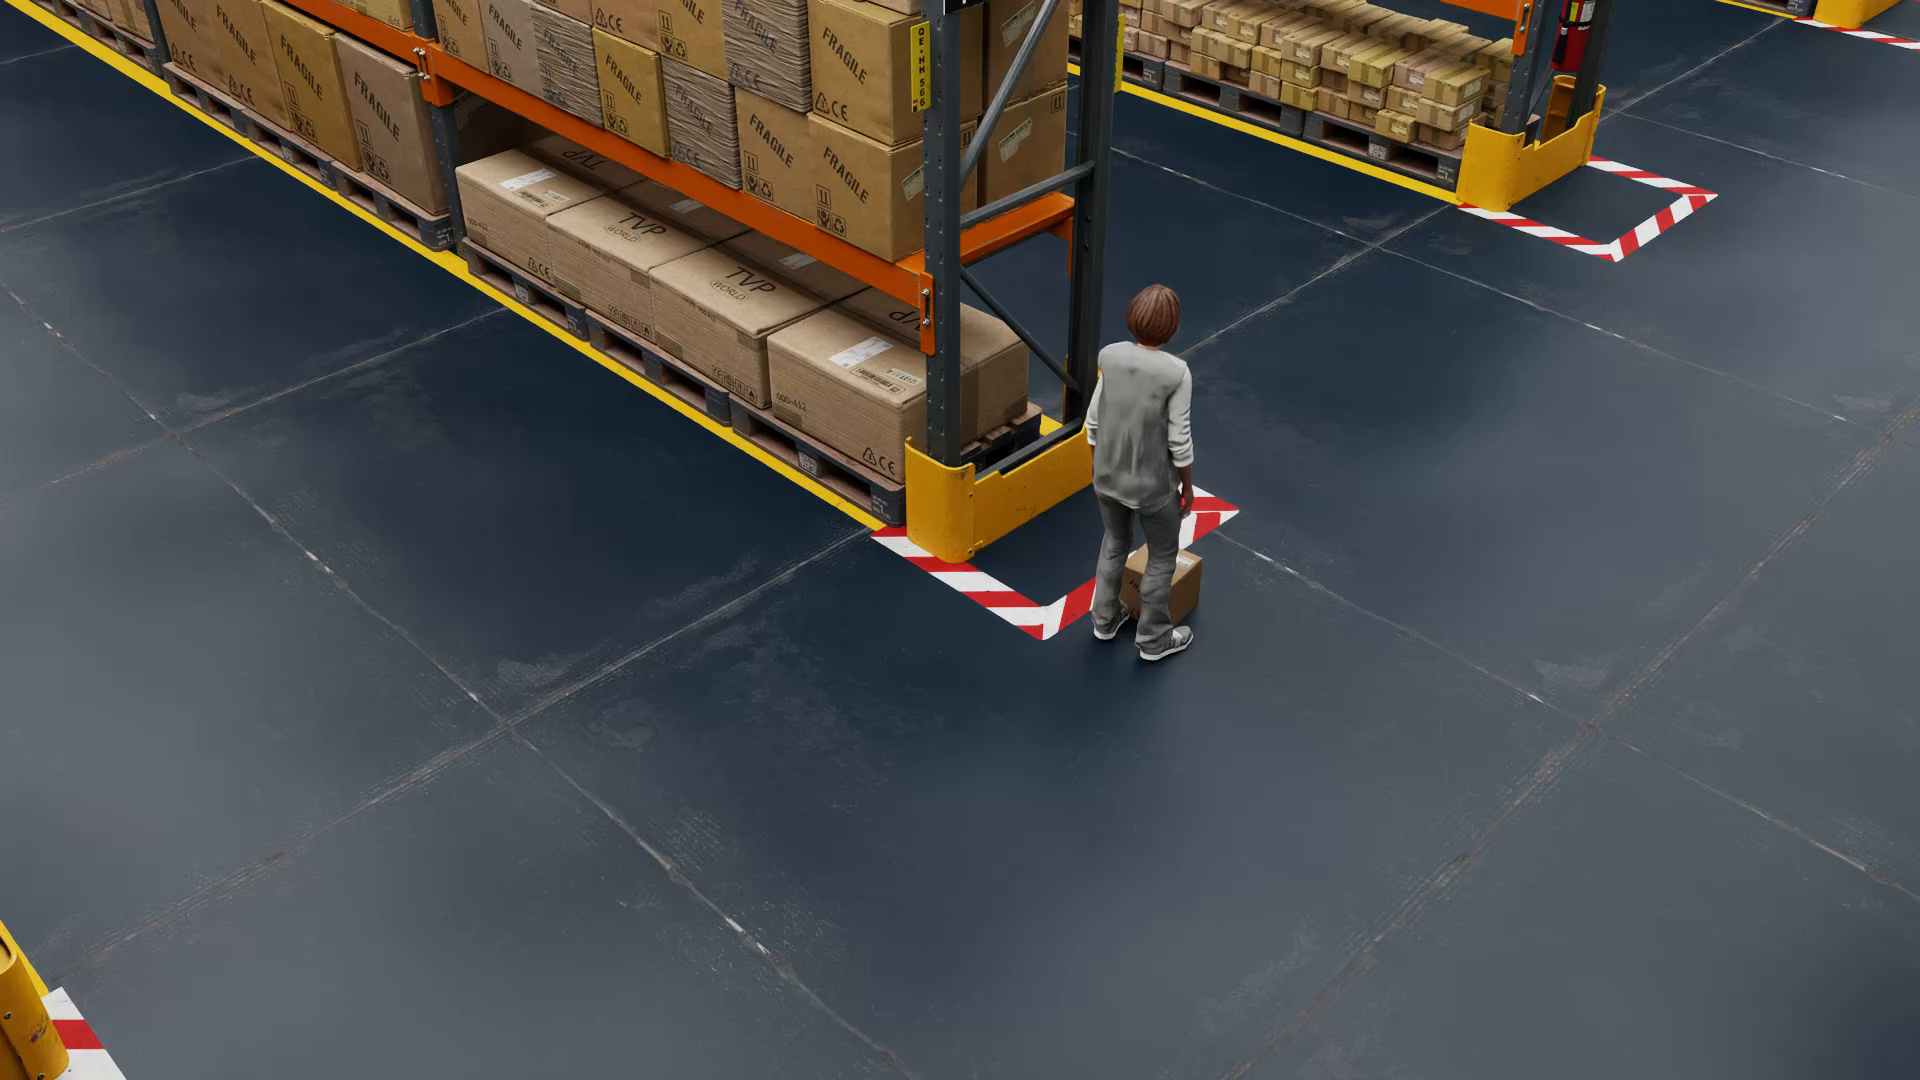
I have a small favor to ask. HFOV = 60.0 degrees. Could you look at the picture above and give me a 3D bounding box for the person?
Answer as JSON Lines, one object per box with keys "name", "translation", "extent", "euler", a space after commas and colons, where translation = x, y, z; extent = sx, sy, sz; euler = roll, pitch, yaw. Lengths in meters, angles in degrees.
{"name": "person", "translation": [0.703, -0.236, 6.484], "extent": [0.472, 1.590, 0.347], "euler": [23, 42, 28]}
